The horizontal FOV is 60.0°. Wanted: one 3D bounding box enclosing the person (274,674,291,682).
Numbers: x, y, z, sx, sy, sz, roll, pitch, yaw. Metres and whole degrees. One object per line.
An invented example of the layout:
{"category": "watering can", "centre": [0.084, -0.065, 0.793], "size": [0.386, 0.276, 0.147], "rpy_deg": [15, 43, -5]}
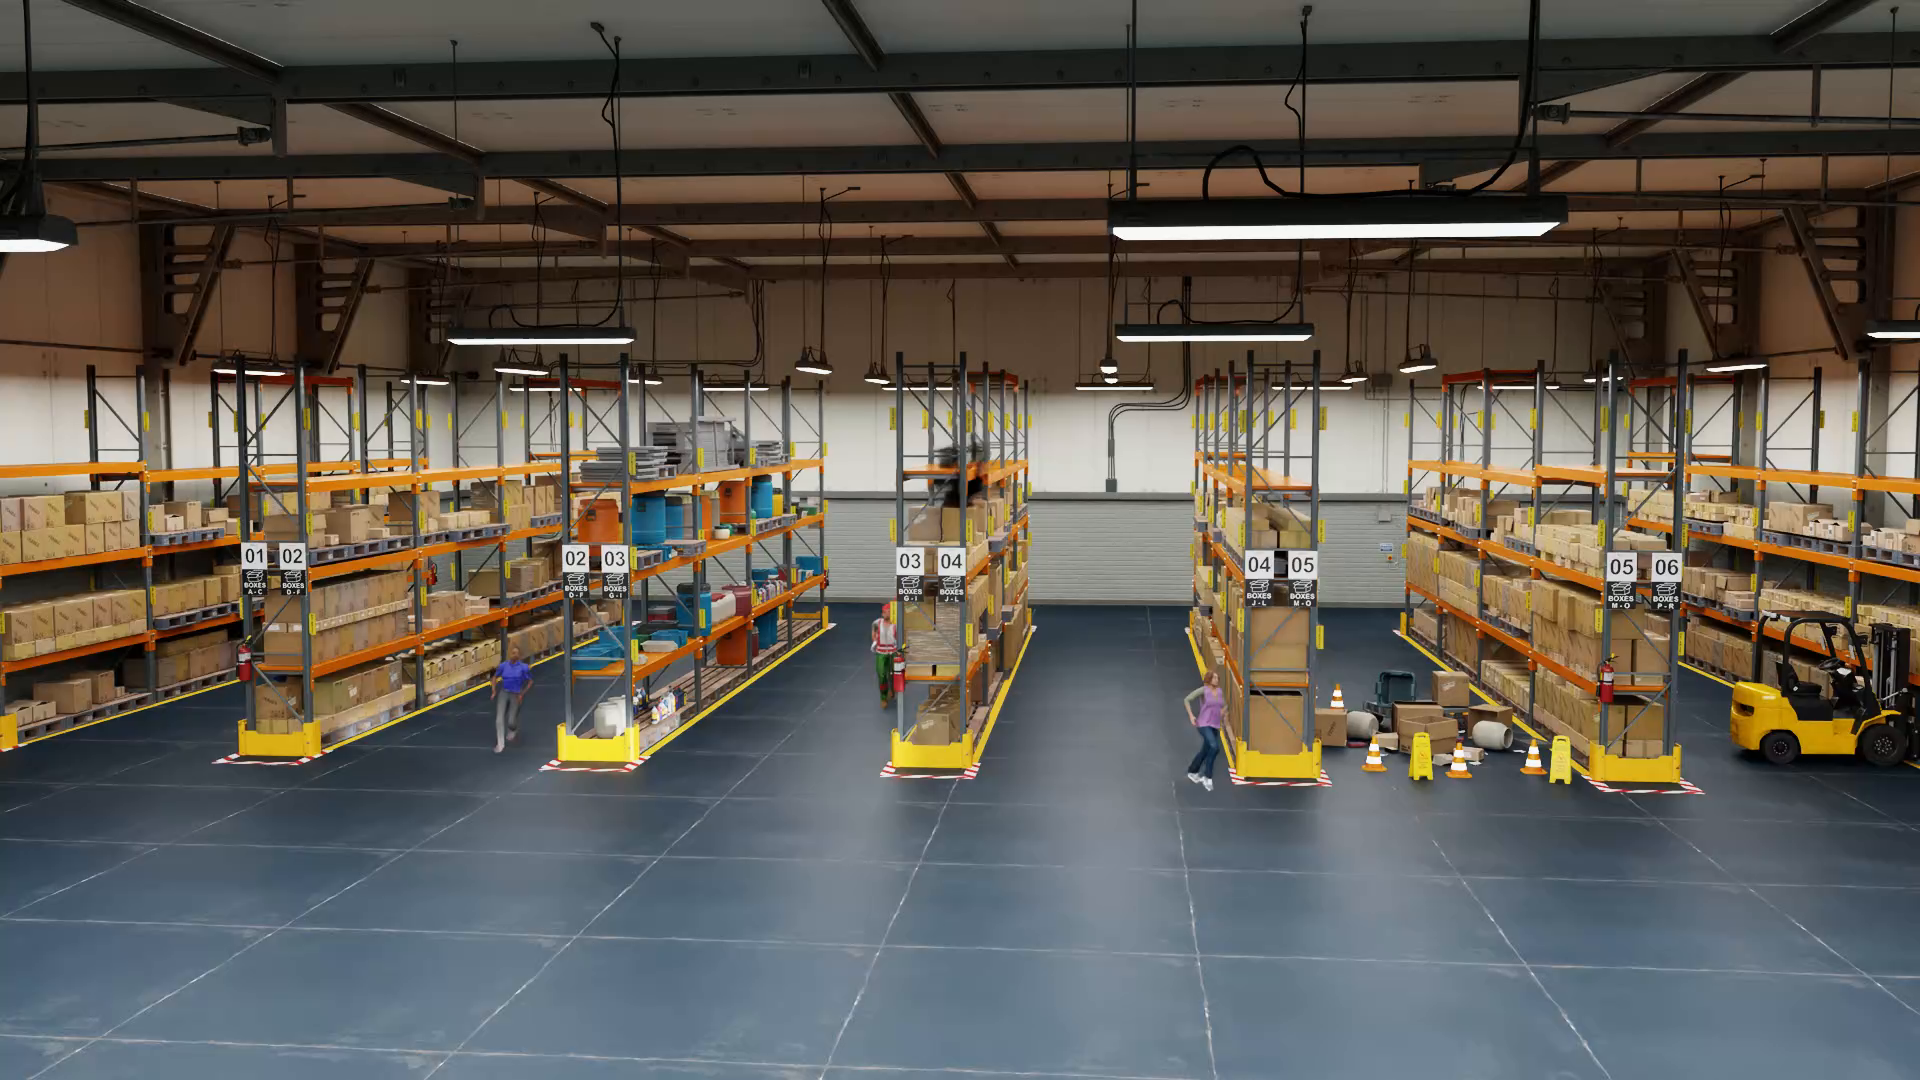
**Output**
{"category": "person", "centre": [-11.532, 2.191, 28.498], "size": [0.594, 1.598, 0.585], "rpy_deg": [0, 4, -5]}

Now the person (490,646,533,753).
{"category": "person", "centre": [-6.848, 2.417, 25.438], "size": [0.615, 1.615, 0.585], "rpy_deg": [0, 4, 0]}

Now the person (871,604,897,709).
{"category": "person", "centre": [-1.270, 2.016, 29.423], "size": [0.607, 1.792, 0.992], "rpy_deg": [0, 4, 1]}

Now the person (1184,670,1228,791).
{"category": "person", "centre": [3.395, 2.591, 22.841], "size": [0.546, 1.624, 0.622], "rpy_deg": [-3, 5, -39]}
